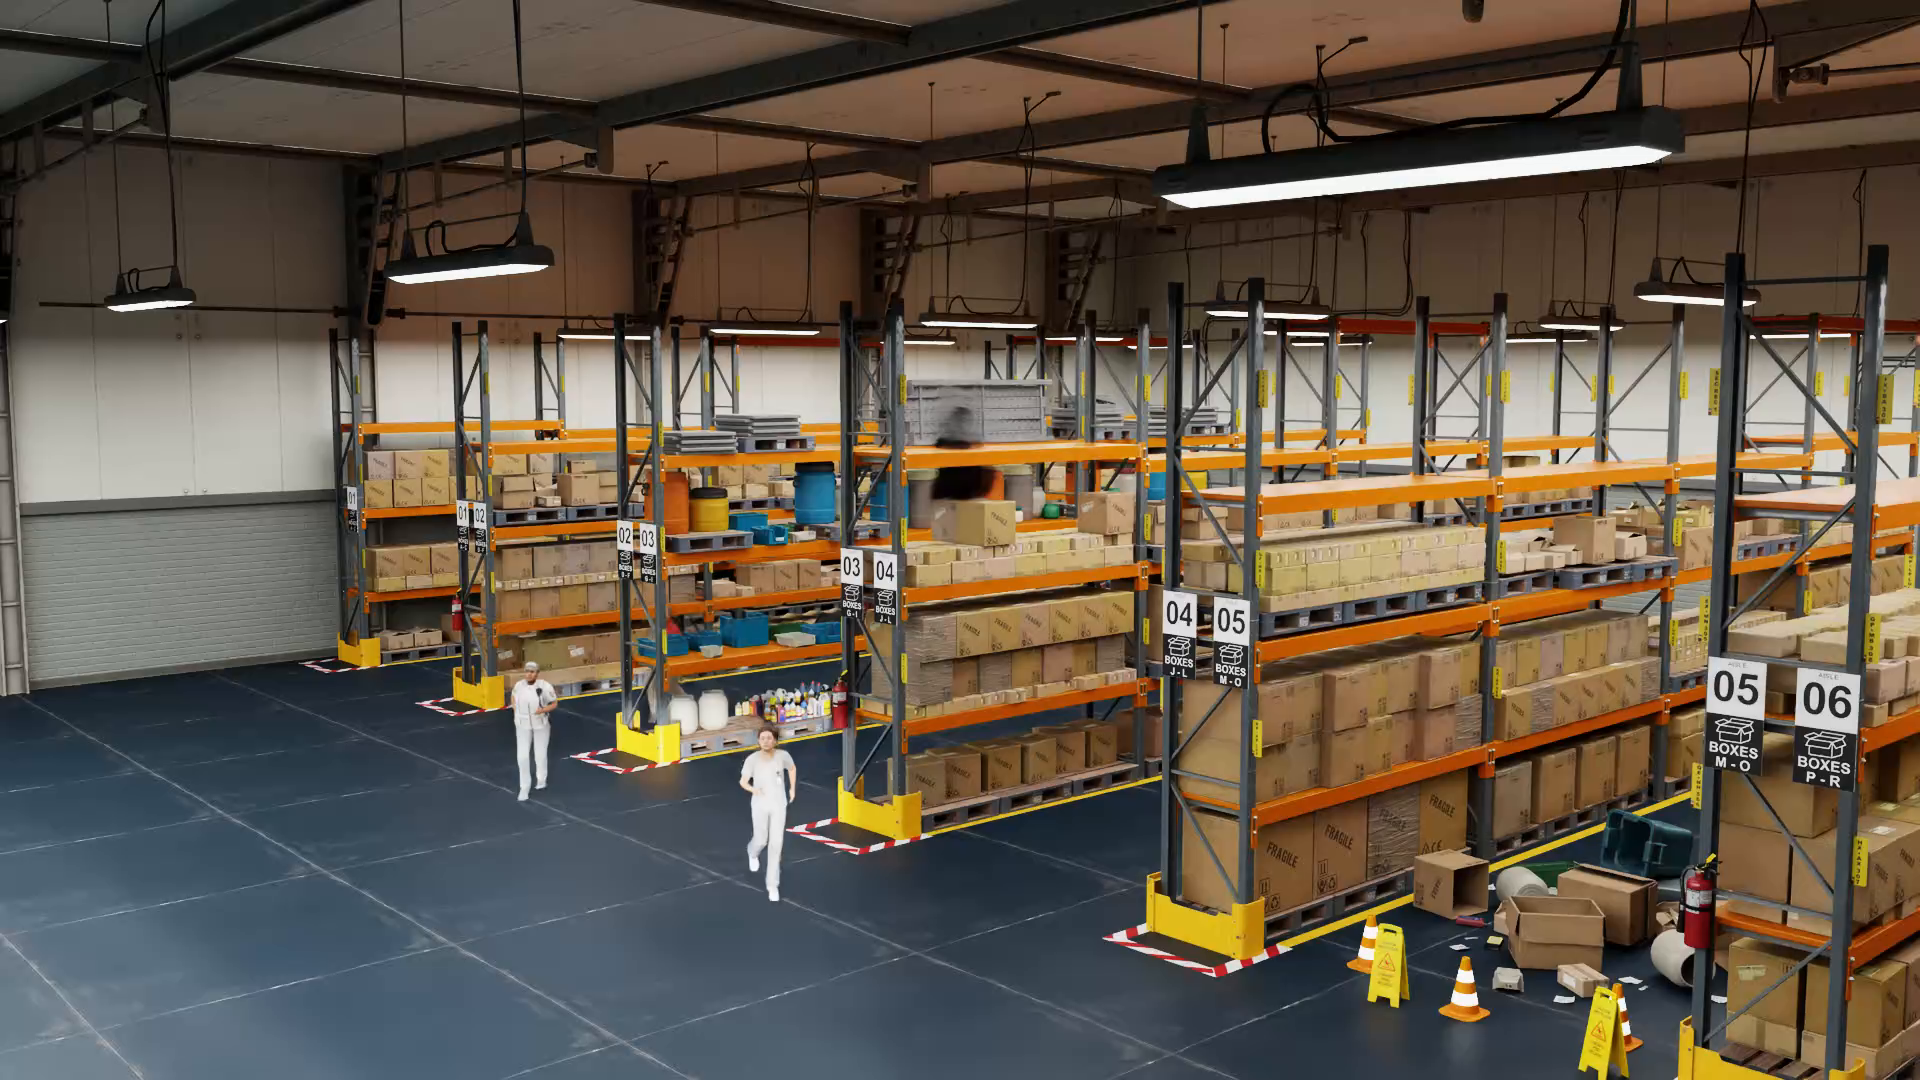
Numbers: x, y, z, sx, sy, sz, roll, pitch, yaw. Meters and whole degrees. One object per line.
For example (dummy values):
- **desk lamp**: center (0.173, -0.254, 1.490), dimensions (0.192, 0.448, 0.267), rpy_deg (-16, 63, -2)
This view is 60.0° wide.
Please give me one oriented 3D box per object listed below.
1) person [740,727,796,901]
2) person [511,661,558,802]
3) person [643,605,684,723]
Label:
- **person**: center (-1.933, 2.688, 16.741), dimensions (0.563, 1.675, 0.950), rpy_deg (-1, 6, -10)
- **person**: center (-5.233, 2.339, 20.452), dimensions (0.589, 1.729, 0.727), rpy_deg (-1, 6, -8)
- **person**: center (-4.414, 1.868, 24.840), dimensions (0.631, 1.798, 0.768), rpy_deg (4, 7, 37)
